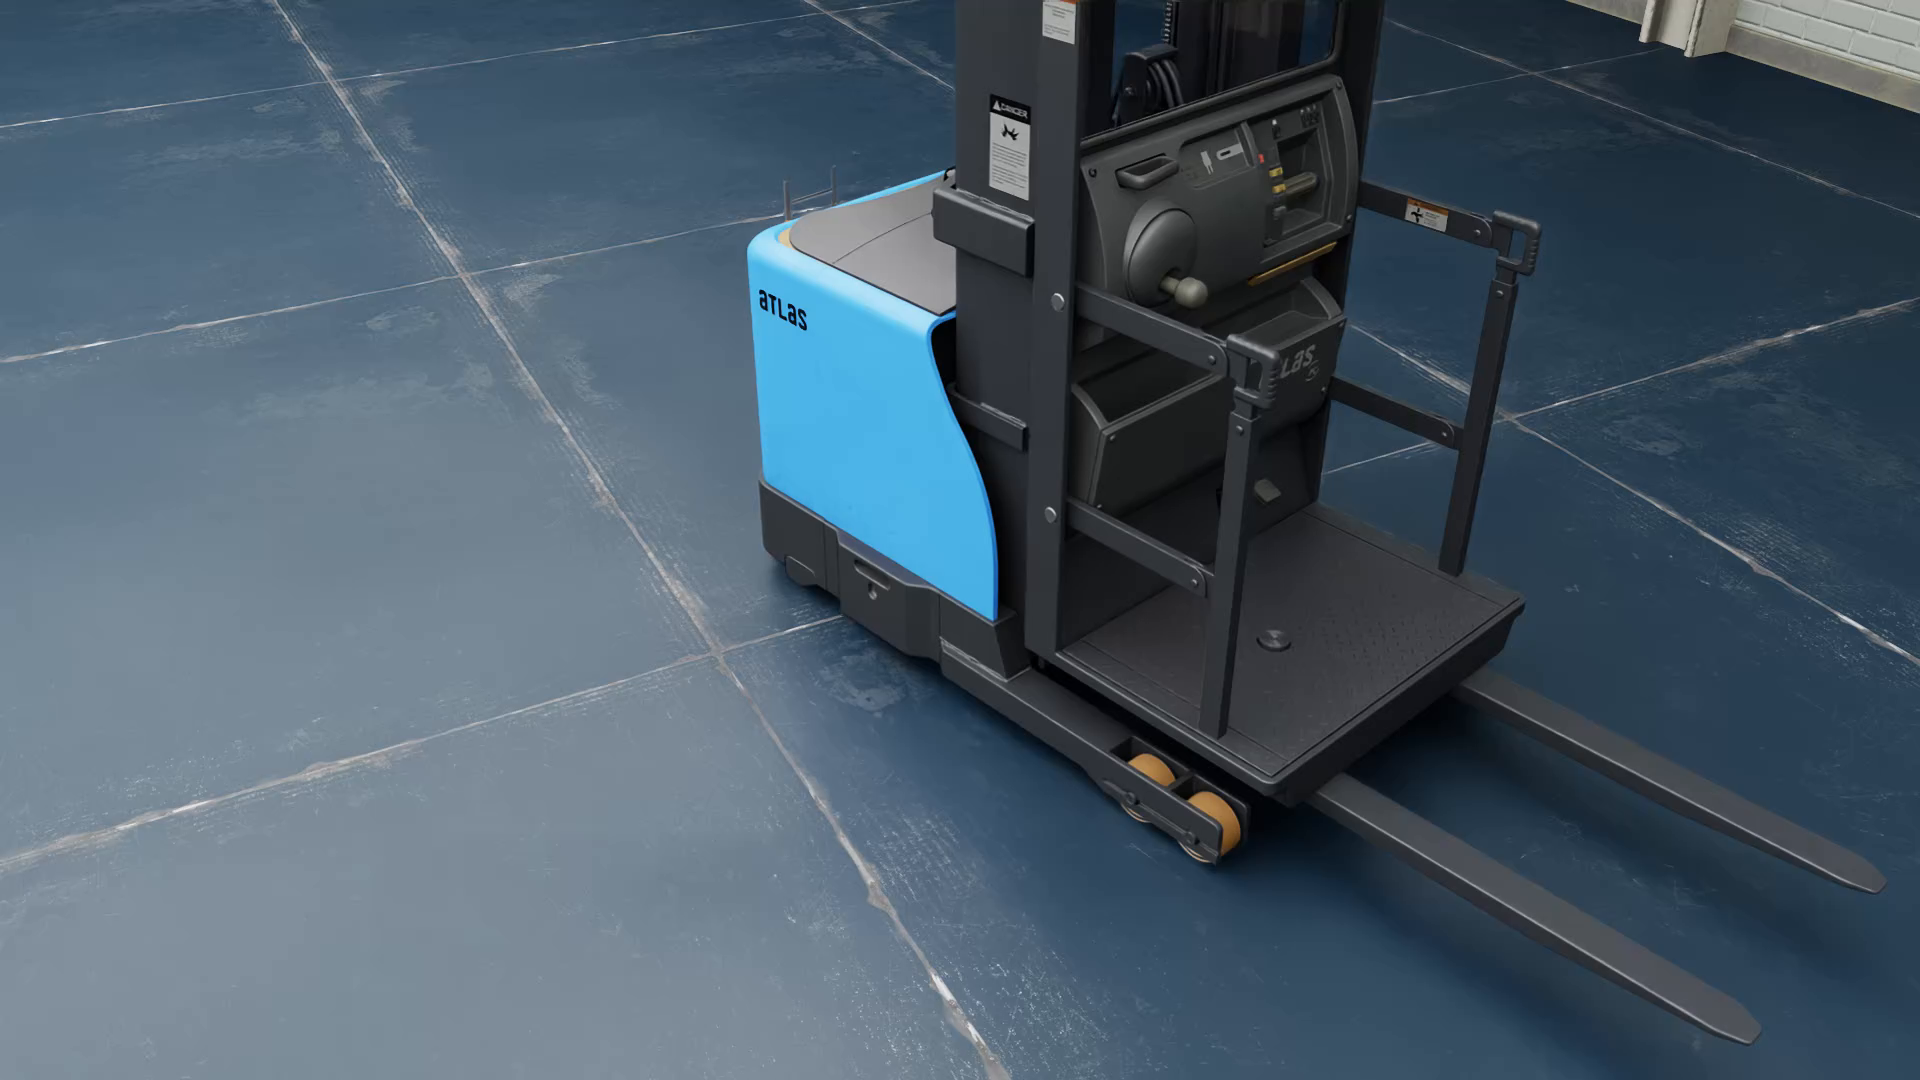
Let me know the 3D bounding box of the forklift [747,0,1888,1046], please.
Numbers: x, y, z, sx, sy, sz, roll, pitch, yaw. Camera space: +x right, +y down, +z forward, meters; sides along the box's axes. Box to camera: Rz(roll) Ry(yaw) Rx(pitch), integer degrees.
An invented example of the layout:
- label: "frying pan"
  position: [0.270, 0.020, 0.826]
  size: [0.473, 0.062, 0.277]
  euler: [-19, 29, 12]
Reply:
- label: "forklift"
  position: [0.769, -0.769, 3.733]
  size: [1.130, 2.935, 3.031]
  euler: [-27, 41, -35]

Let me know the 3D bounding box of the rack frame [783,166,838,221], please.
- label: "rack frame"
  position: [-0.454, -0.667, 5.318]
  size: [0.200, 1.050, 0.008]
  euler: [-27, 41, -35]

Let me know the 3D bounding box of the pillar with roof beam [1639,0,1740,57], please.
- label: "pillar with roof beam"
  position: [0.453, -5.624, 5.686]
  size: [9.100, 9.000, 0.400]
  euler: [-16, 36, -23]

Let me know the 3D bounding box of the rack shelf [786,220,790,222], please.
- label: "rack shelf"
  position: [-0.370, -0.849, 5.095]
  size: [0.215, 0.259, 0.240]
  euler: [-27, 41, -35]

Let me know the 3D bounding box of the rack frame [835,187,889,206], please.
- label: "rack frame"
  position: [-0.287, -0.571, 5.168]
  size: [0.200, 1.050, 0.008]
  euler: [-27, 41, -35]

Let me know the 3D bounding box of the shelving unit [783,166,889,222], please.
- label: "shelving unit"
  position: [-0.370, -0.619, 5.243]
  size: [0.215, 1.050, 0.252]
  euler: [-27, 41, -35]
